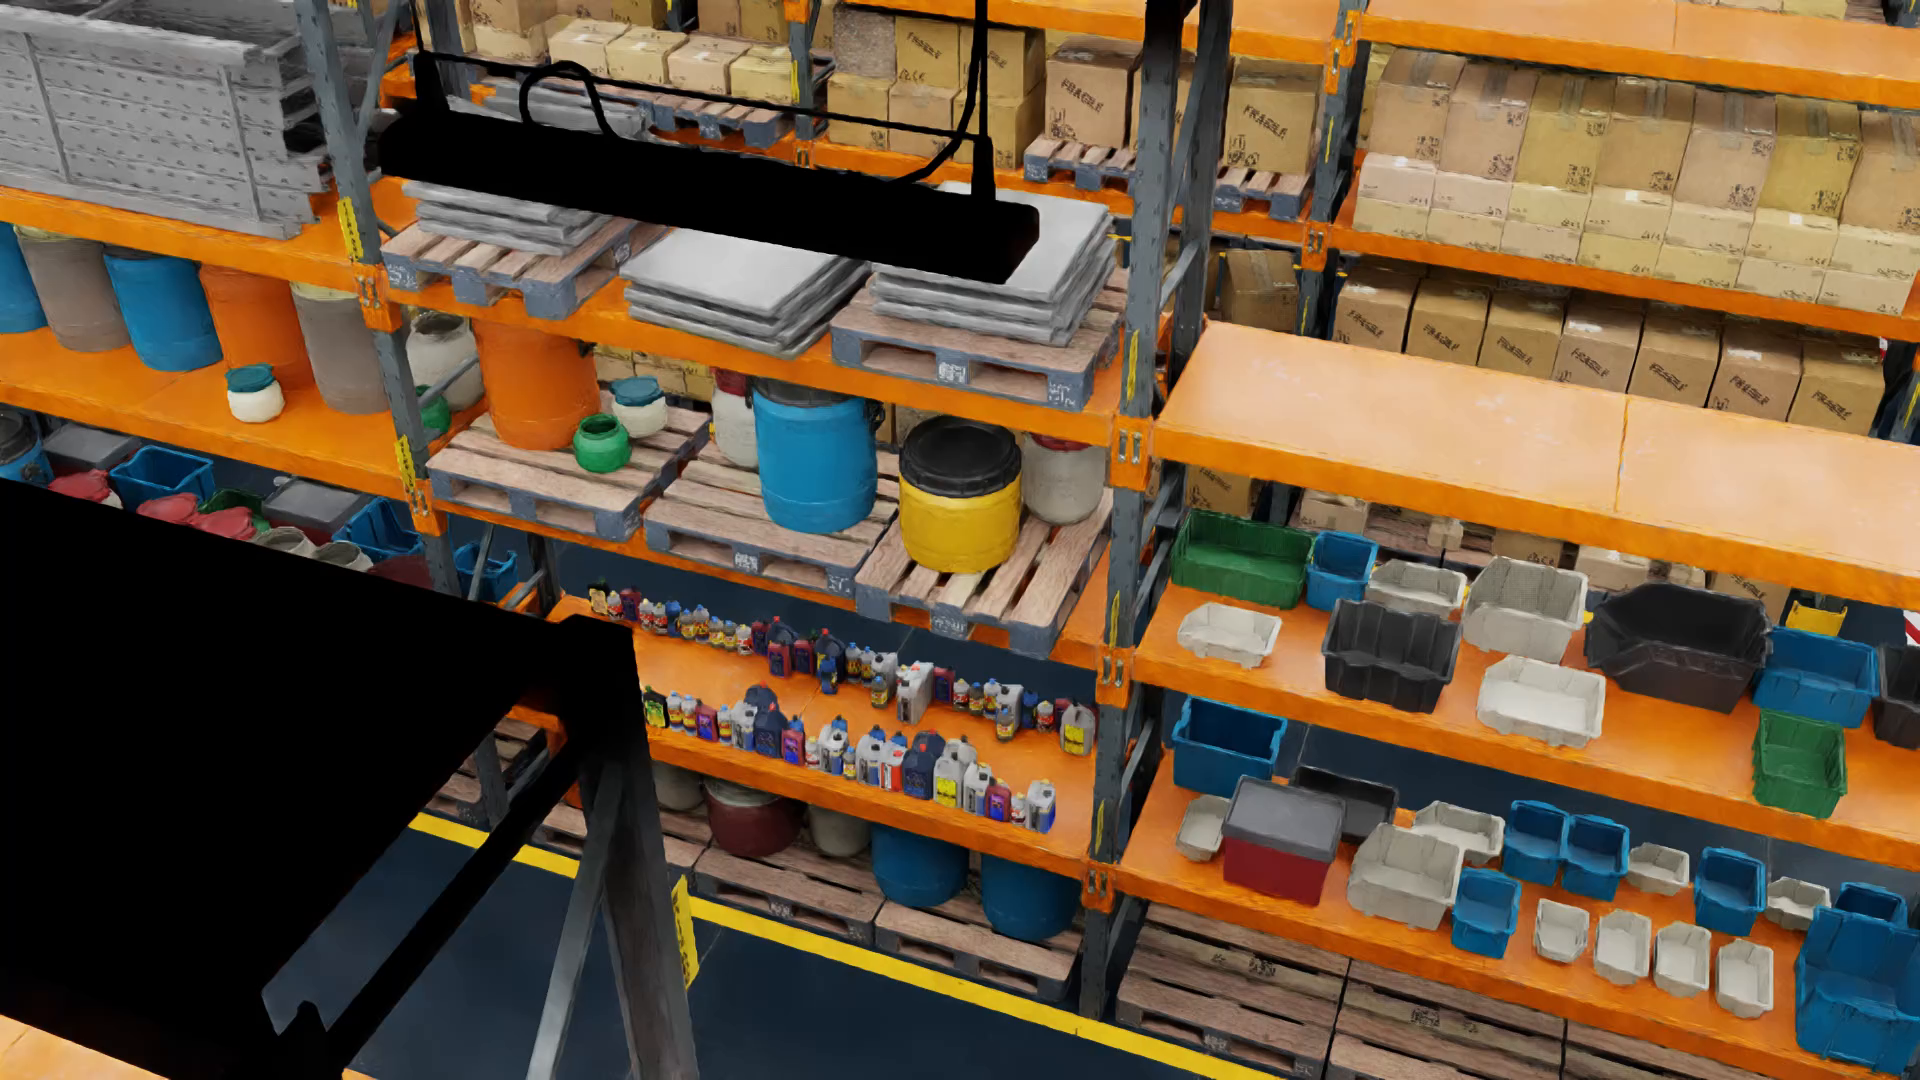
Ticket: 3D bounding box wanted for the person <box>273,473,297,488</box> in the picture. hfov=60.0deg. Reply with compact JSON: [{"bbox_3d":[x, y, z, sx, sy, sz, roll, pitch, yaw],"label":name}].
[{"bbox_3d":[-5.318,-0.959,13.312,0.989,1.624,0.502,12,38,16],"label":"person"}]
